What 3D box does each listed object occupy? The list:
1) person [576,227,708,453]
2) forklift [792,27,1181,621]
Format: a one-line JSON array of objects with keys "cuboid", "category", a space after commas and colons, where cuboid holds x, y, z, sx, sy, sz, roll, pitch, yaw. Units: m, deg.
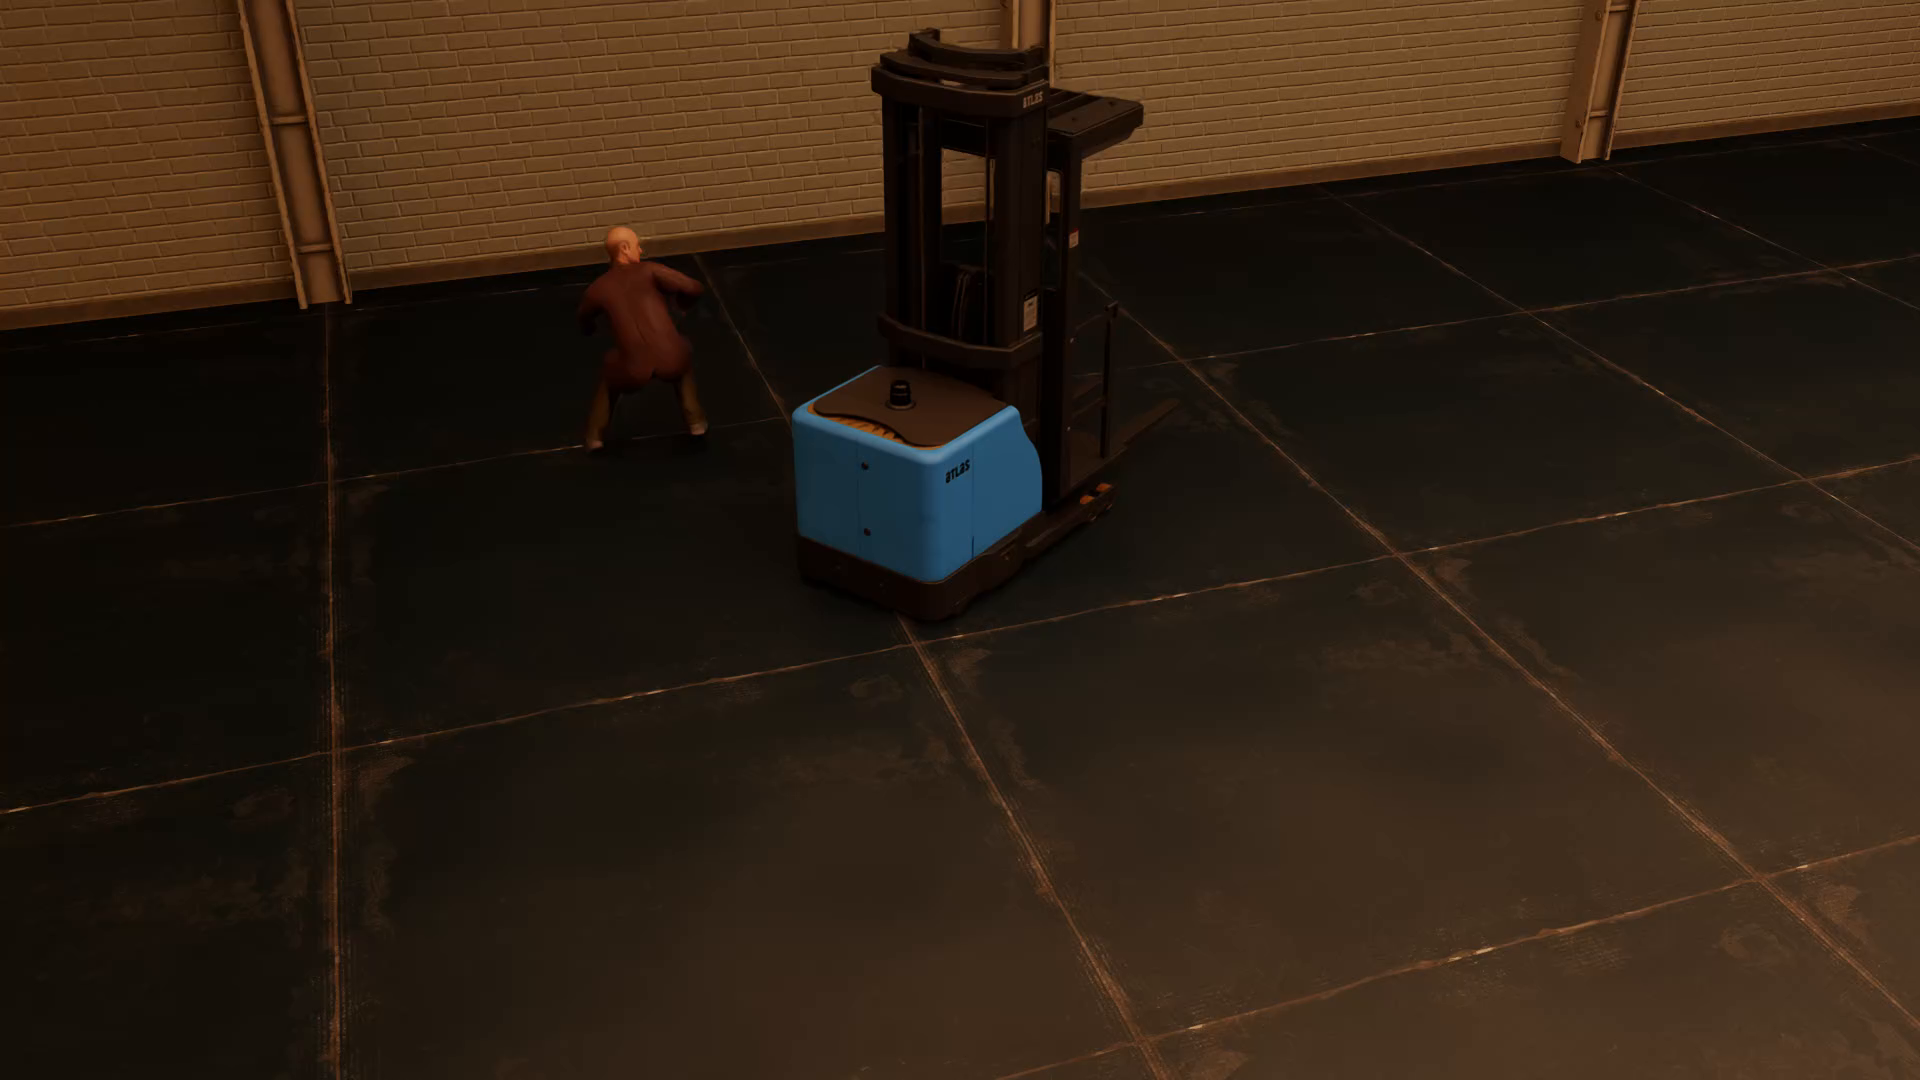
[{"cuboid": [-2.085, -1.293, 10.827, 0.879, 1.548, 0.861, -4, 30, -7], "category": "person"}, {"cuboid": [0.331, -1.507, 9.707, 1.130, 2.935, 3.031, 20, 35, 31], "category": "forklift"}]
